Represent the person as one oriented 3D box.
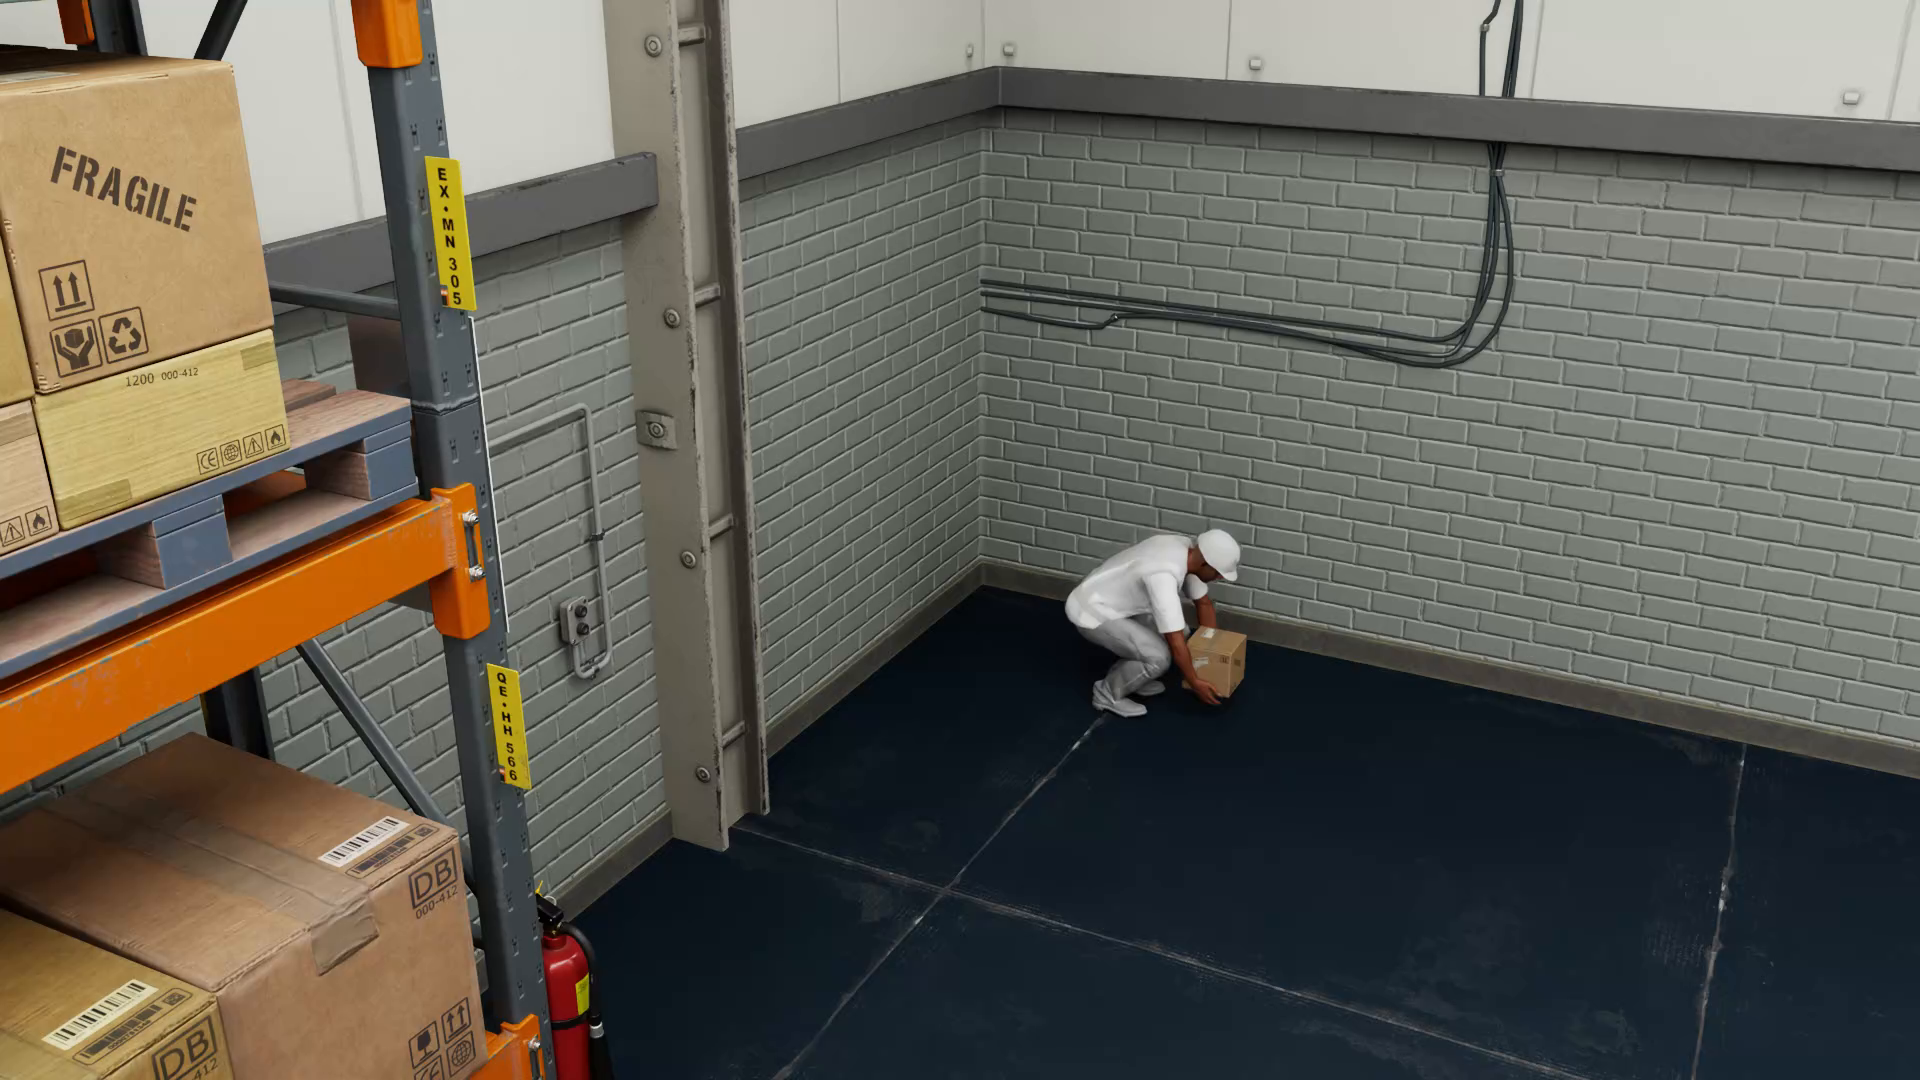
[{"bbox_3d":[1.011,0.381,8.615,0.886,1.028,0.583,11,25,25],"label":"person"}]
